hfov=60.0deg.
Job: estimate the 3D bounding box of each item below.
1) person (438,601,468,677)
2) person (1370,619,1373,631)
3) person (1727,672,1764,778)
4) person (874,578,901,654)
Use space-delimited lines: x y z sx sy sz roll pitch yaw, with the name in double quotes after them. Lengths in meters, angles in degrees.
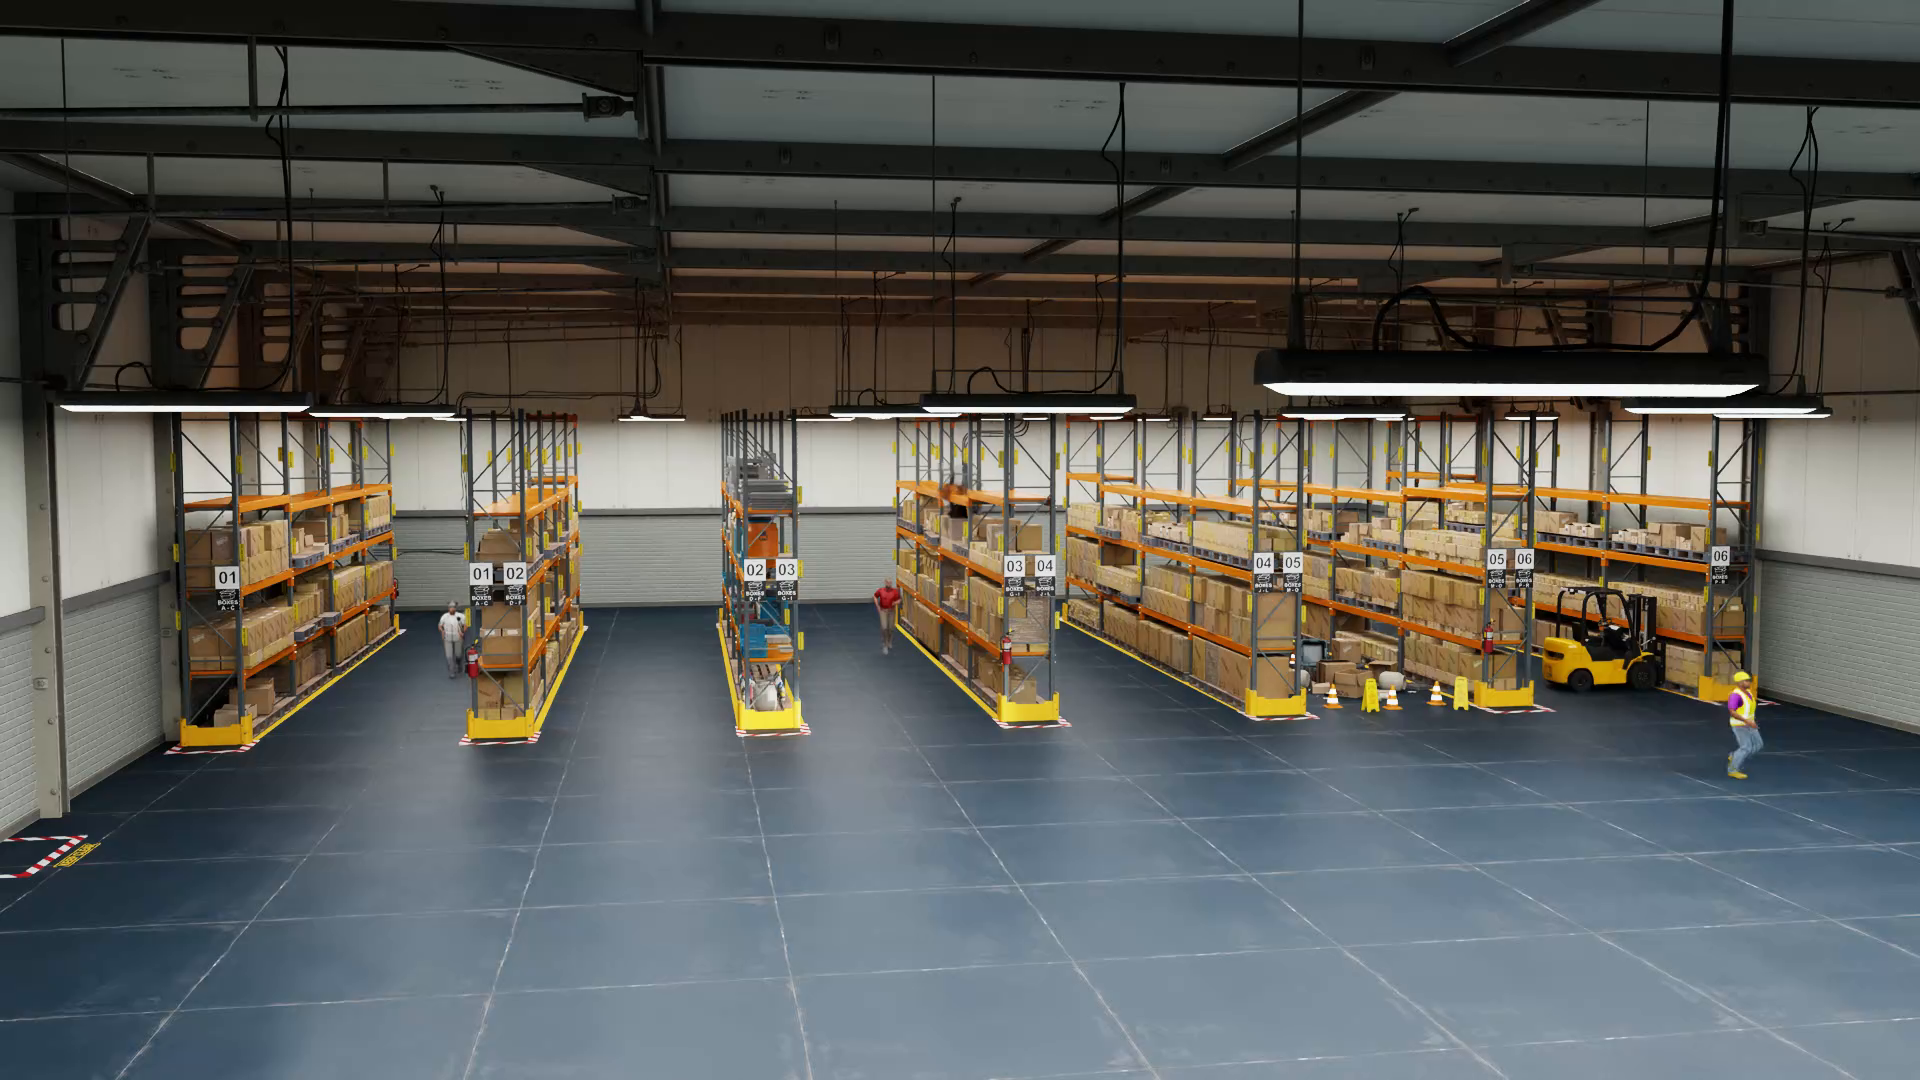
-11.466 2.231 37.600 0.659 1.732 0.600 -1 4 -13 "person"
11.056 1.771 45.282 0.508 1.563 0.613 -1 4 -16 "person"
12.686 2.988 26.871 0.709 1.723 0.513 -4 6 -44 "person"
-1.742 1.826 40.243 0.648 1.810 0.698 -1 4 -11 "person"
